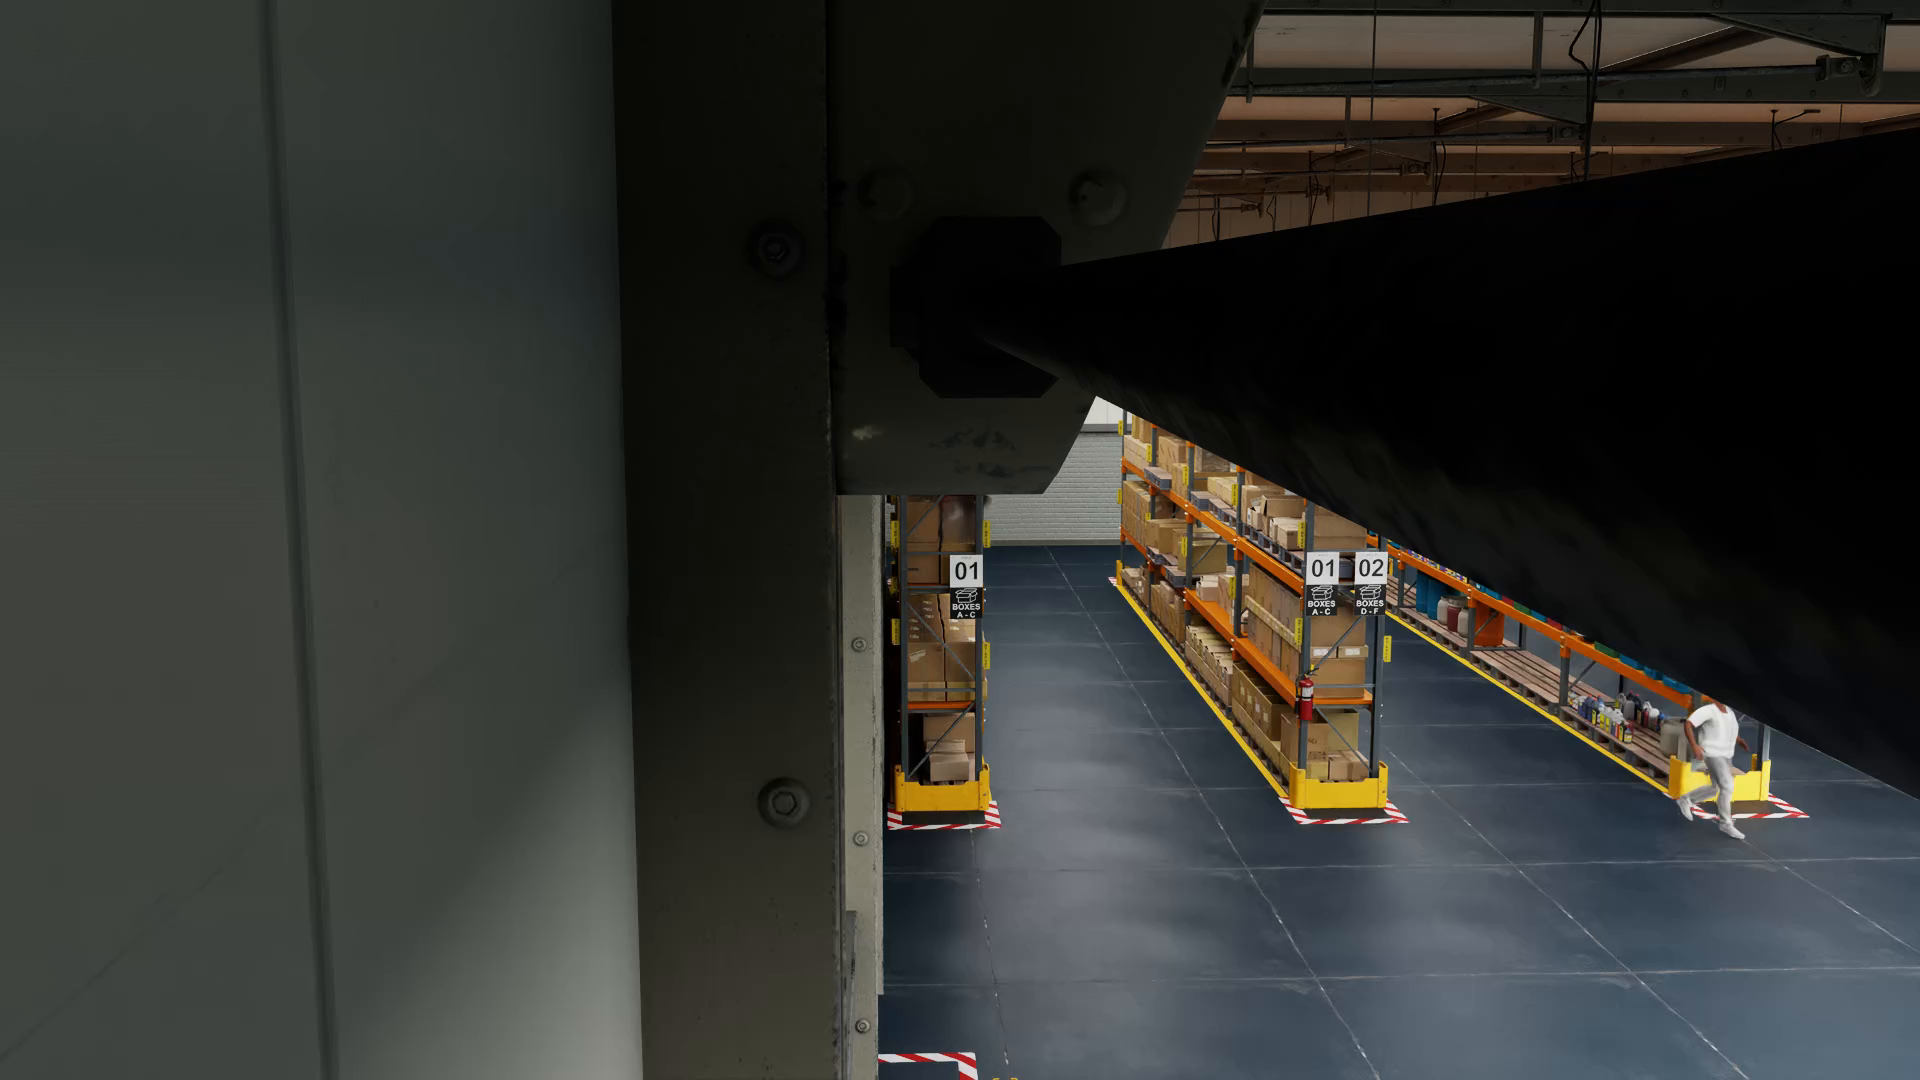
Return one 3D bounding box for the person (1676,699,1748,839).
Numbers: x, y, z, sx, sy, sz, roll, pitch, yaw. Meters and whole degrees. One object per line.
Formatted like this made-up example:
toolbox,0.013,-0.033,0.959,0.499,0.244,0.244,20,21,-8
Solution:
person,9.015,2.569,19.739,0.743,1.750,0.877,-7,11,-37
